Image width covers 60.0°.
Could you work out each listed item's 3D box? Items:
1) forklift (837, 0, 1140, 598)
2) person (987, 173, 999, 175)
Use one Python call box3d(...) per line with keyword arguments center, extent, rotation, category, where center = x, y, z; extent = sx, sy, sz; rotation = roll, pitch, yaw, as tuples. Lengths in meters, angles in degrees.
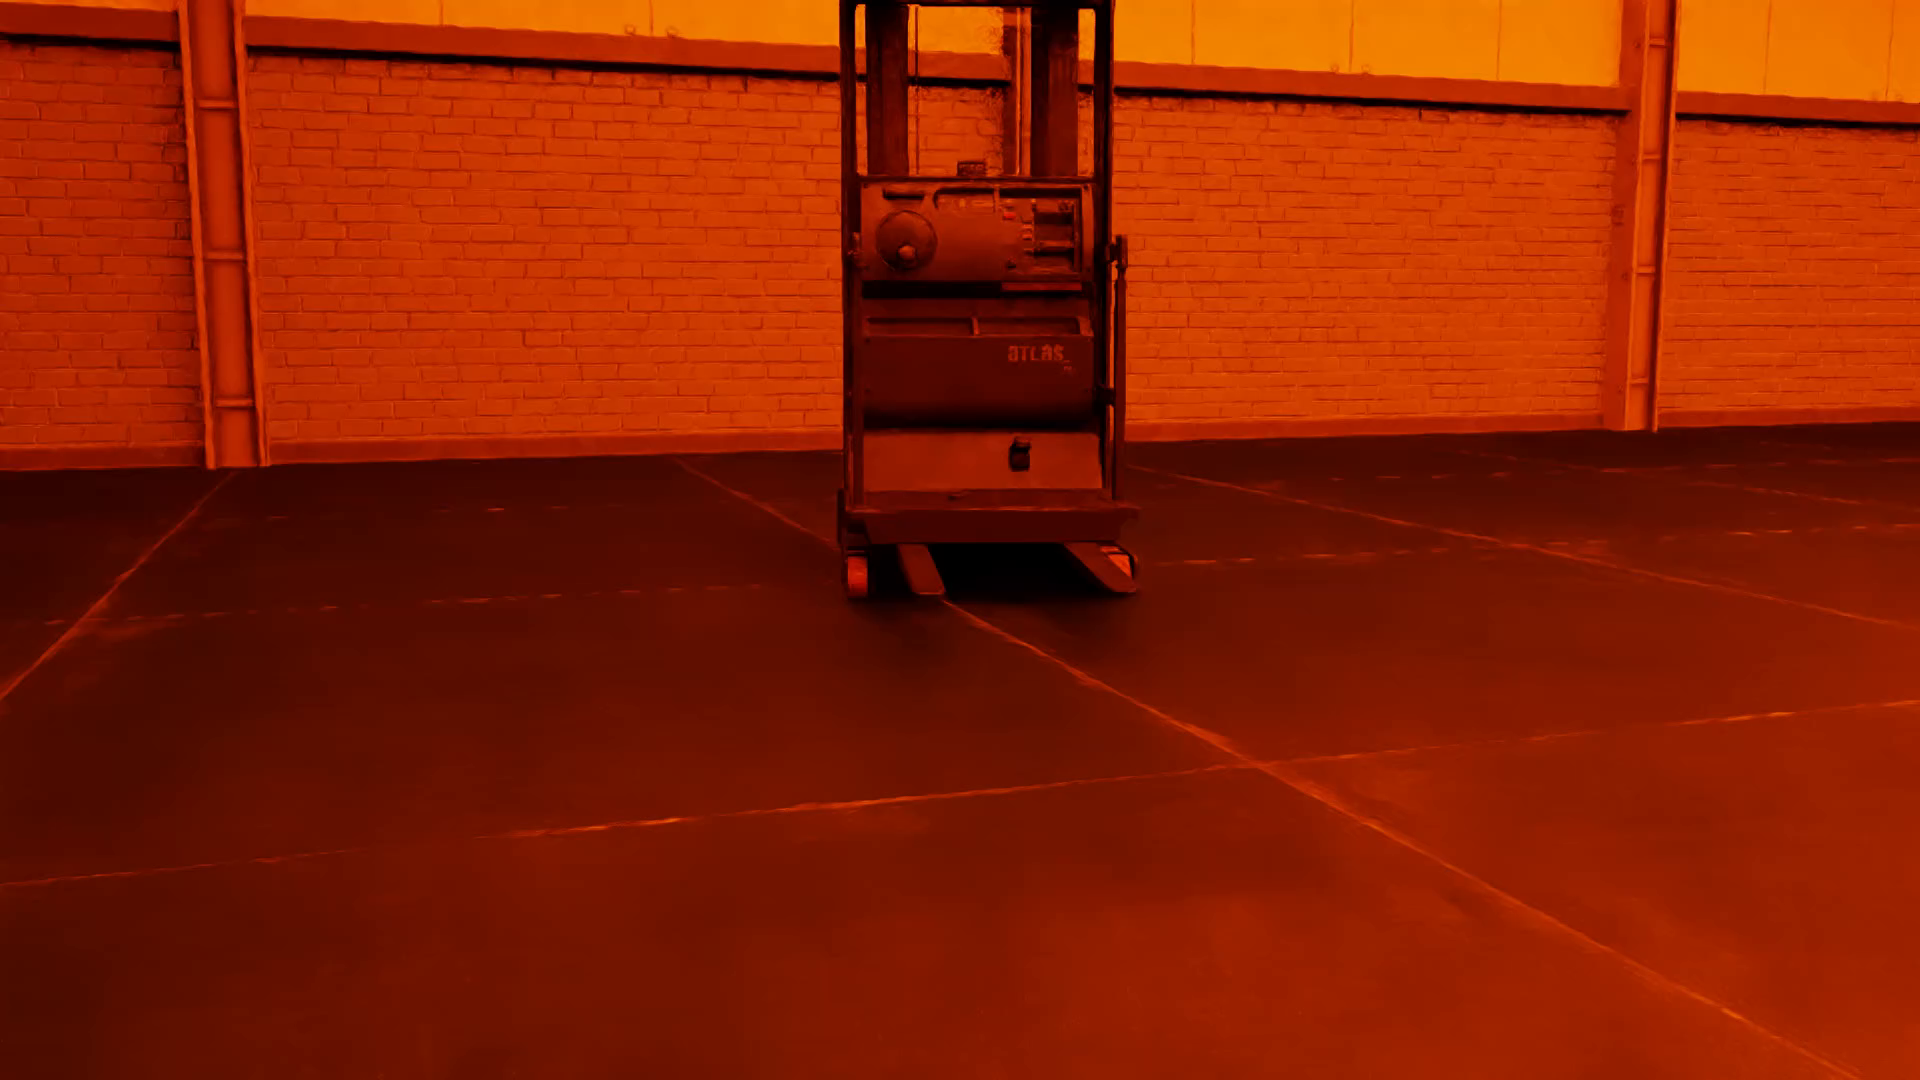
box3d(center=(0.088, -1.275, 6.423), extent=(1.130, 2.935, 3.031), rotation=(-1, 8, -5), category="forklift")
box3d(center=(0.210, -0.865, 7.942), extent=(0.776, 1.744, 0.743), rotation=(-5, 9, -31), category="person")
